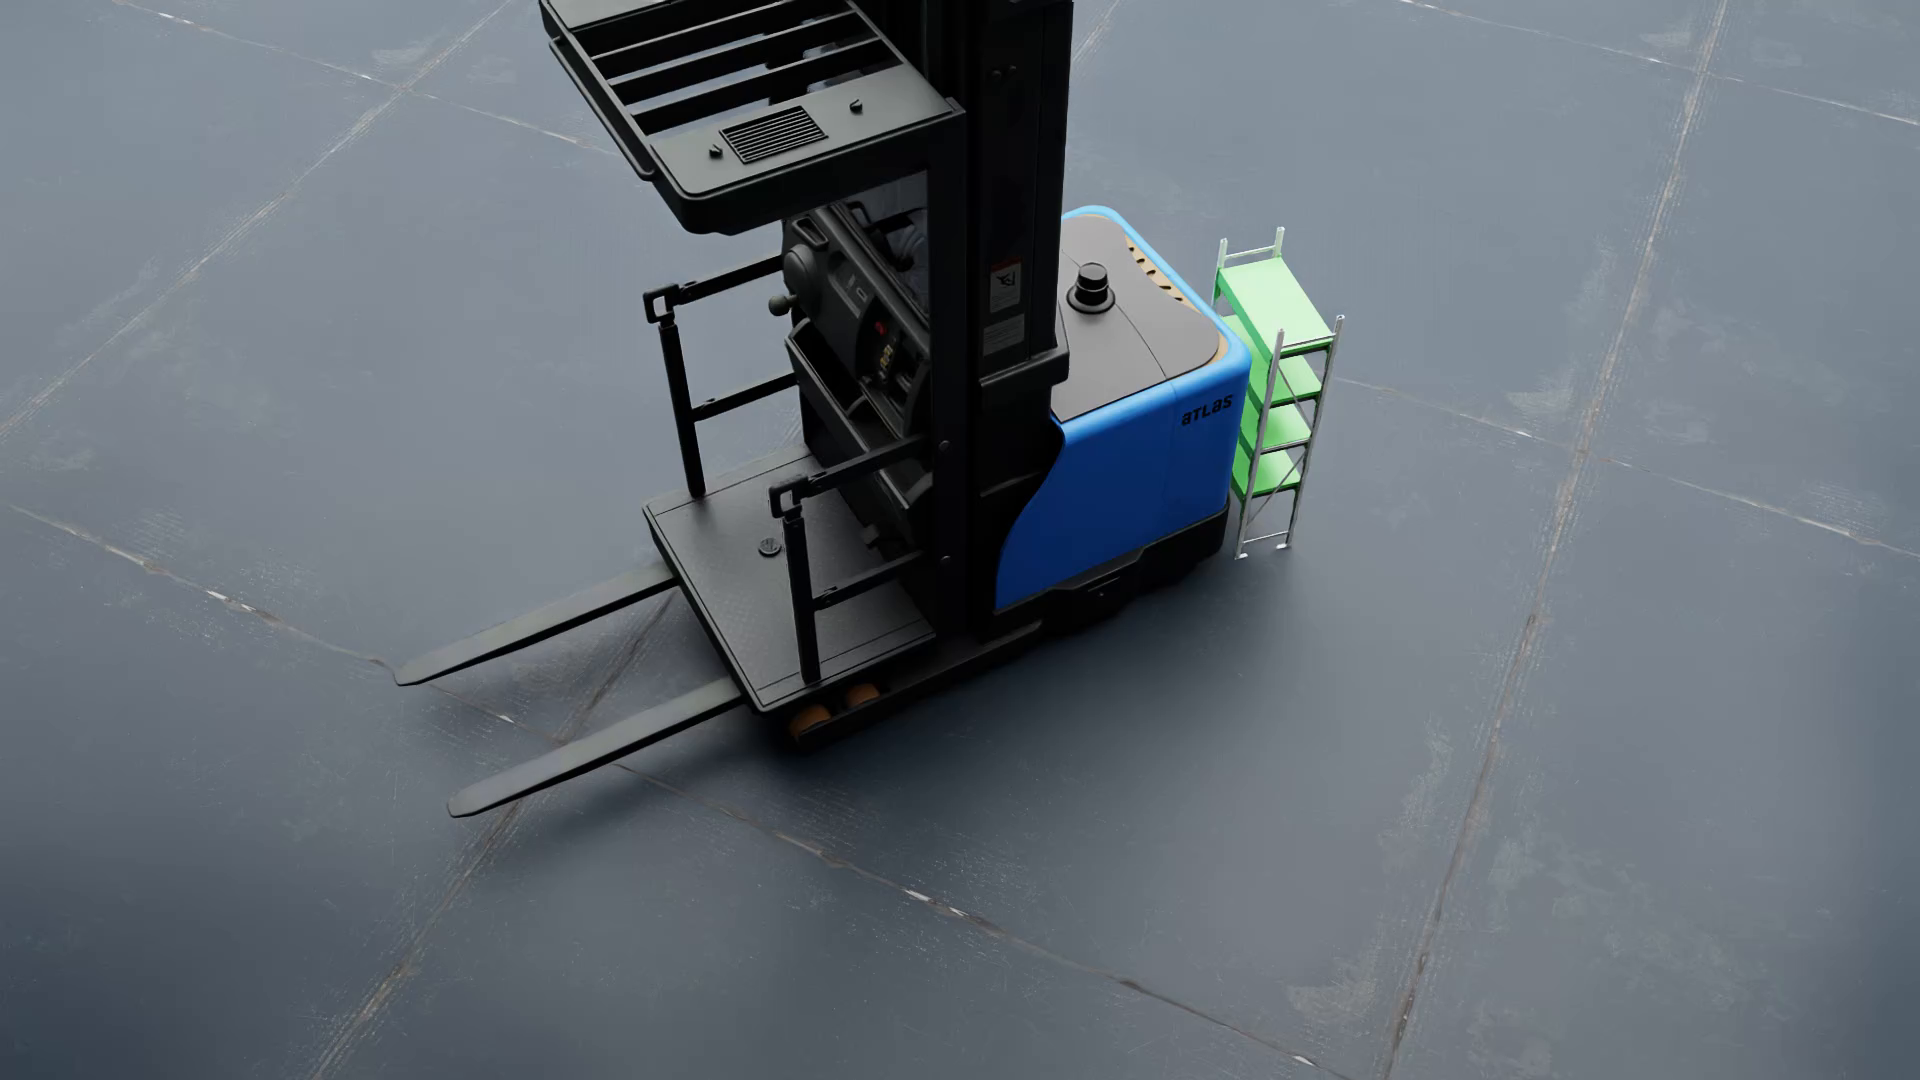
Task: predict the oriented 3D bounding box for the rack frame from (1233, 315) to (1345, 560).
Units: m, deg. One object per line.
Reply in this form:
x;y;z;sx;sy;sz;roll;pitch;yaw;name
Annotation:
1.186;-0.343;6.069;0.240;1.200;0.015;-13;51;-11;rack frame

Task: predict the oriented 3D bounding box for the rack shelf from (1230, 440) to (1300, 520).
1.113;-0.323;6.451;0.258;0.148;0.480;-13;51;-11;rack shelf

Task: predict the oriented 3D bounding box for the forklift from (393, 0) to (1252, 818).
-0.517;-0.670;5.210;3.031;2.935;1.130;-23;53;-18;forklift

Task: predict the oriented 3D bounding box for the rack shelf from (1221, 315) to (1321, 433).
1.114;-0.635;6.086;0.258;0.148;0.480;-13;51;-11;rack shelf

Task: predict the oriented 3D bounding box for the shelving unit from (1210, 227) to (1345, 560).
1.113;-0.520;6.220;0.258;1.200;0.503;-13;51;-11;shelving unit

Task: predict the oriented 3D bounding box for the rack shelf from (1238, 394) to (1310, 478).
1.113;-0.479;6.269;0.258;0.148;0.480;-13;51;-11;rack shelf

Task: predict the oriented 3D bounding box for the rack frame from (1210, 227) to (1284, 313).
1.041;-0.698;6.371;0.240;1.200;0.015;-13;51;-11;rack frame

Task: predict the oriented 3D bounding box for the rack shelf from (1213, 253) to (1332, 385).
1.114;-0.790;5.903;0.258;0.148;0.480;-13;51;-11;rack shelf
